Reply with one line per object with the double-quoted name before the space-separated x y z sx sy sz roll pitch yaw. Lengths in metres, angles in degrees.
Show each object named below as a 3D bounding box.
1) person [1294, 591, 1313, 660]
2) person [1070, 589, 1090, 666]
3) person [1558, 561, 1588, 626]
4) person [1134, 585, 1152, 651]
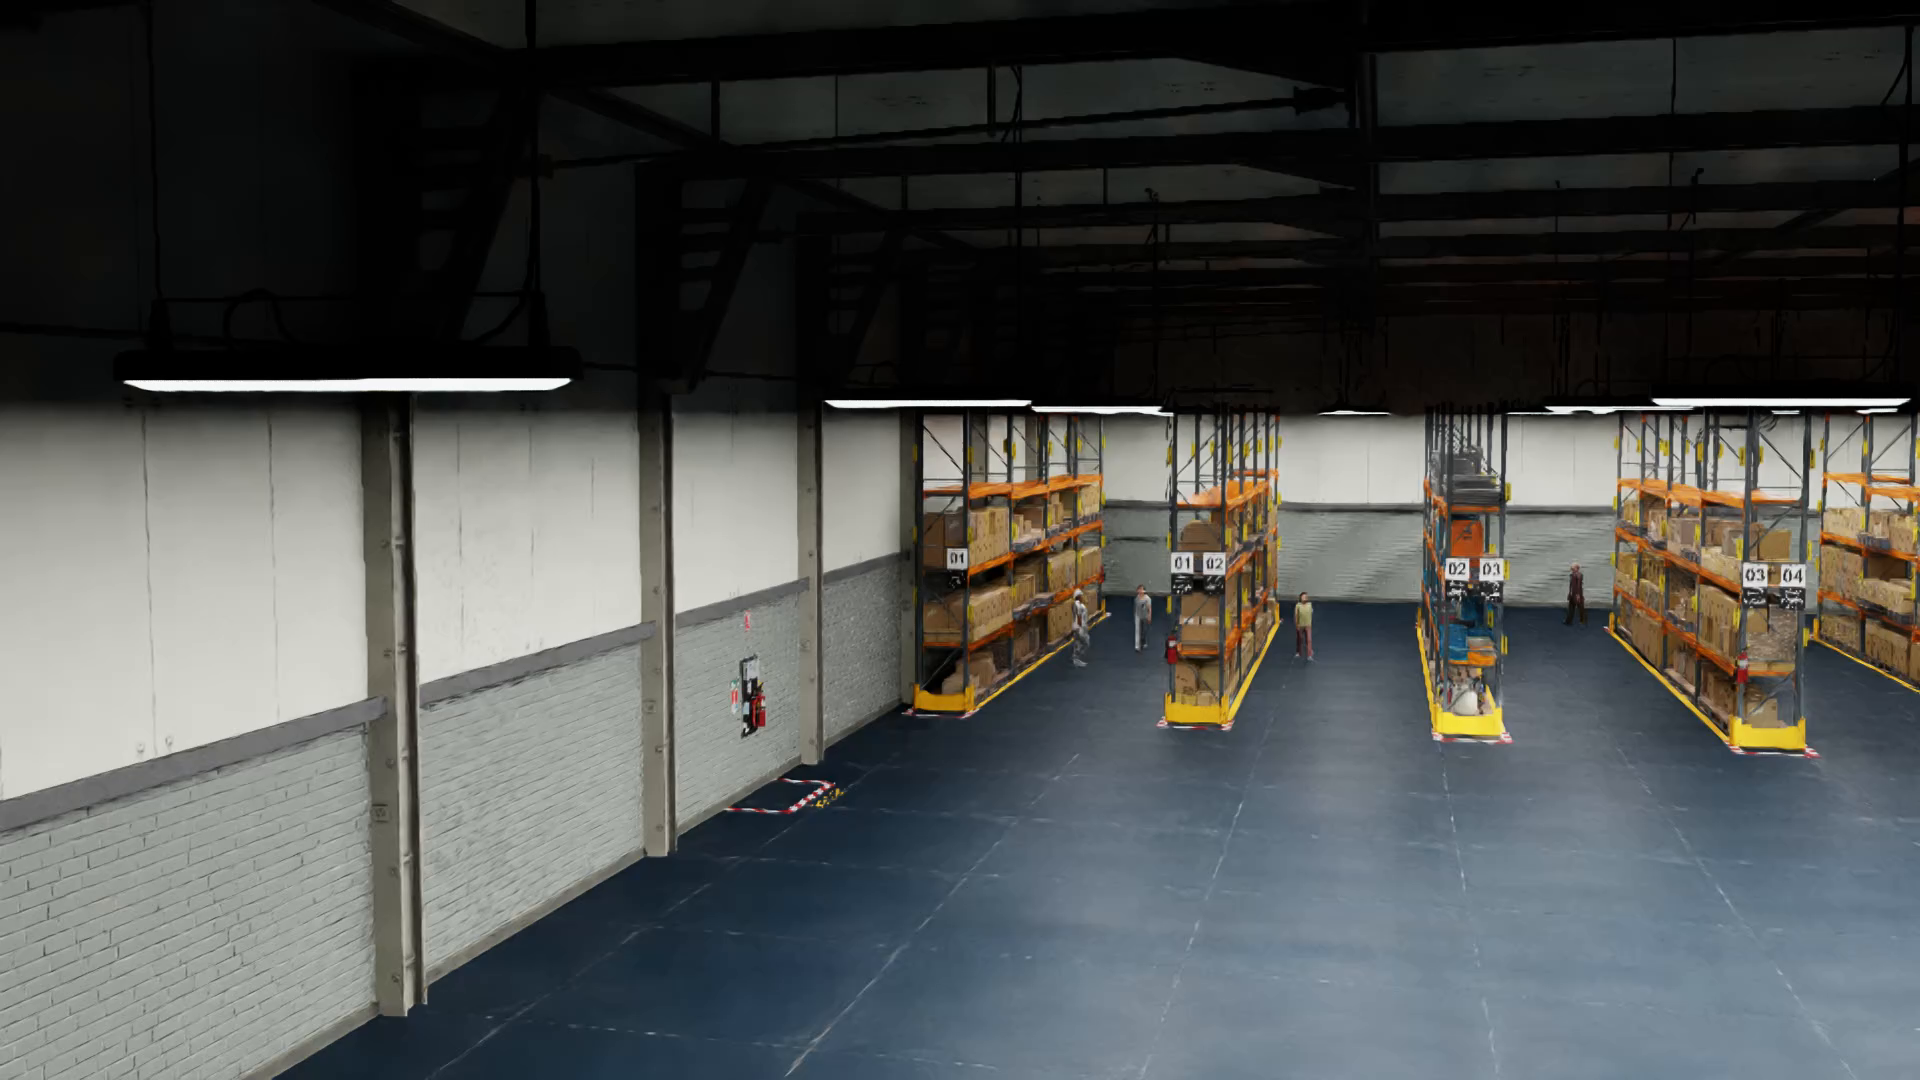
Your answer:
"person" 8.100 2.008 39.245 0.446 1.604 1.016 0 4 7
"person" 2.717 2.015 38.133 0.444 1.781 0.604 -1 4 -10
"person" 16.827 1.469 45.548 0.677 1.774 0.695 0 4 -1
"person" 4.485 1.903 40.845 0.453 1.599 1.019 1 4 13
